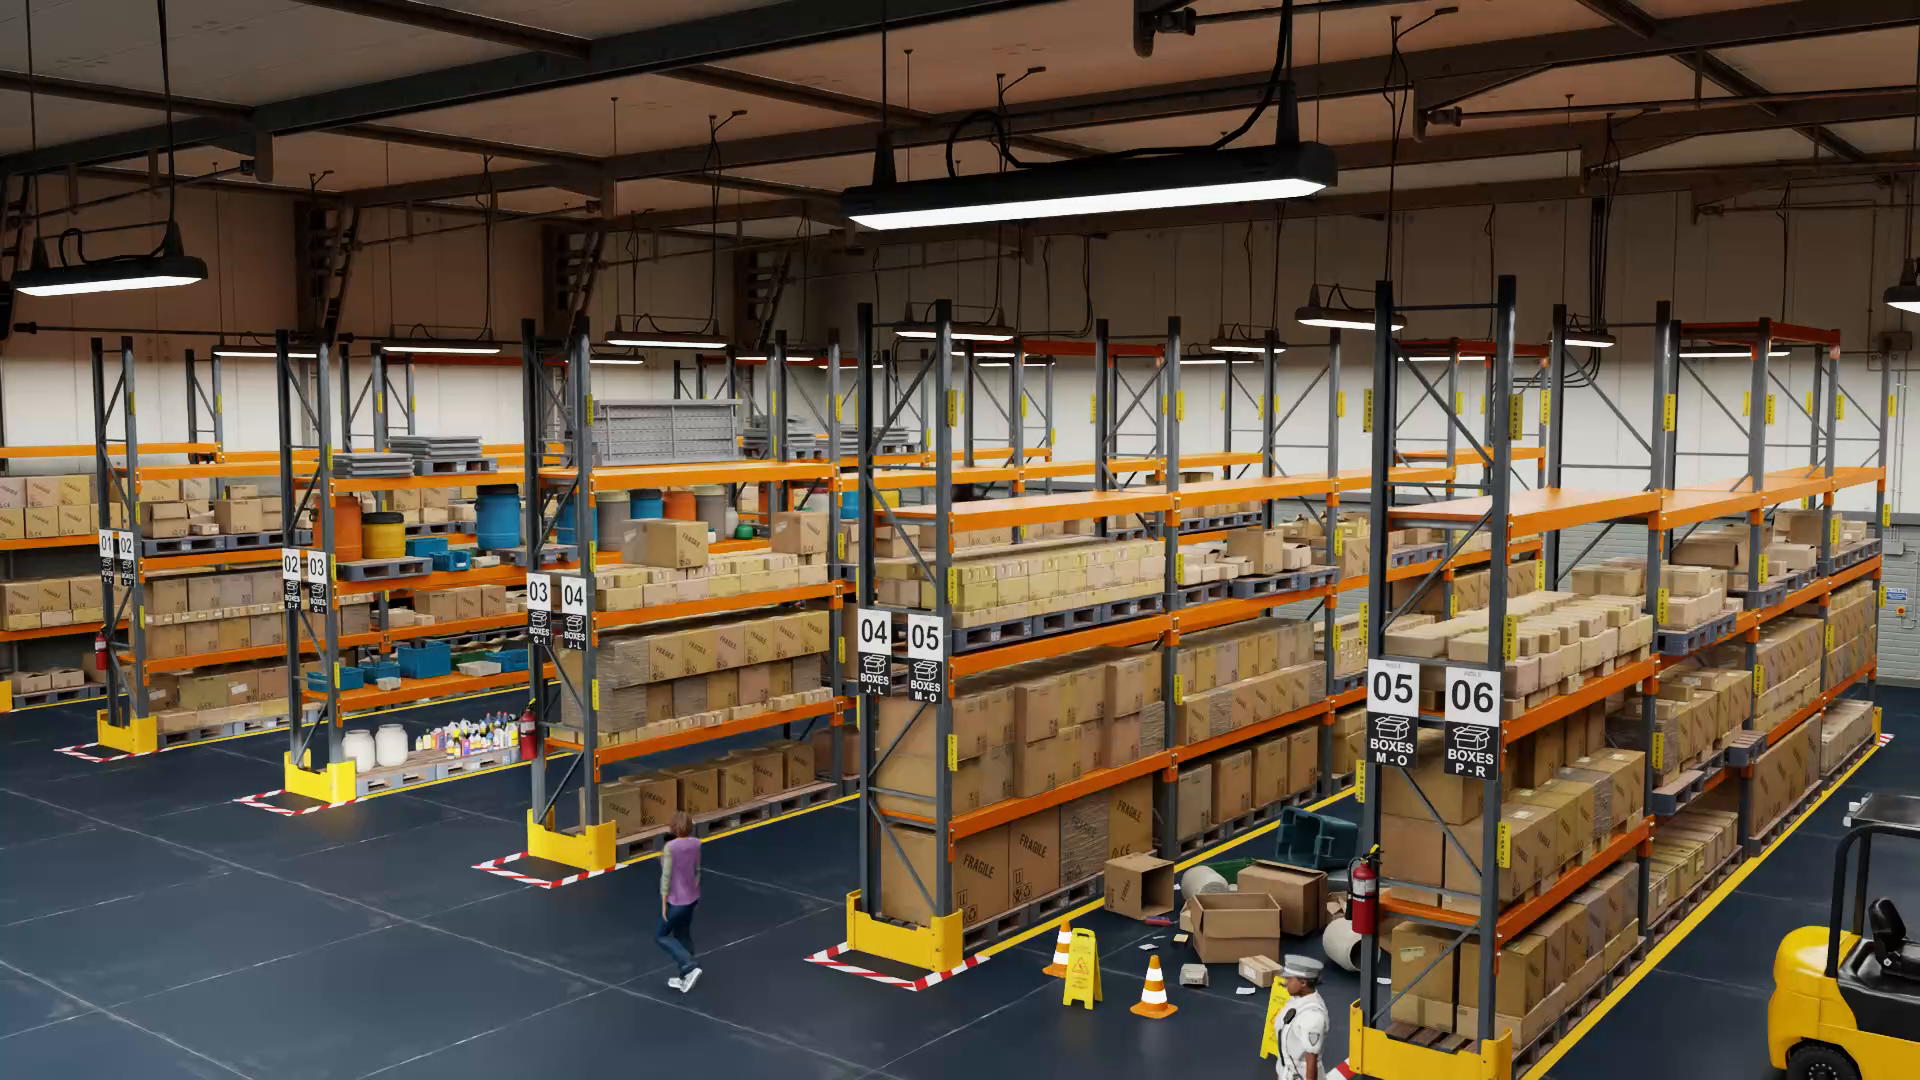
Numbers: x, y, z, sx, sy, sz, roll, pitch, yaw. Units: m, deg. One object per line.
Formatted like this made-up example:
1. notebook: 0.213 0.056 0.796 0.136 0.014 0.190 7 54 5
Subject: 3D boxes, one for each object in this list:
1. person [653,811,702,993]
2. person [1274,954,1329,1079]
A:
1. person: -2.411 3.112 14.326 0.419 1.592 0.439 1 5 13
2. person: 2.087 3.443 10.425 0.419 1.692 0.515 0 5 5
